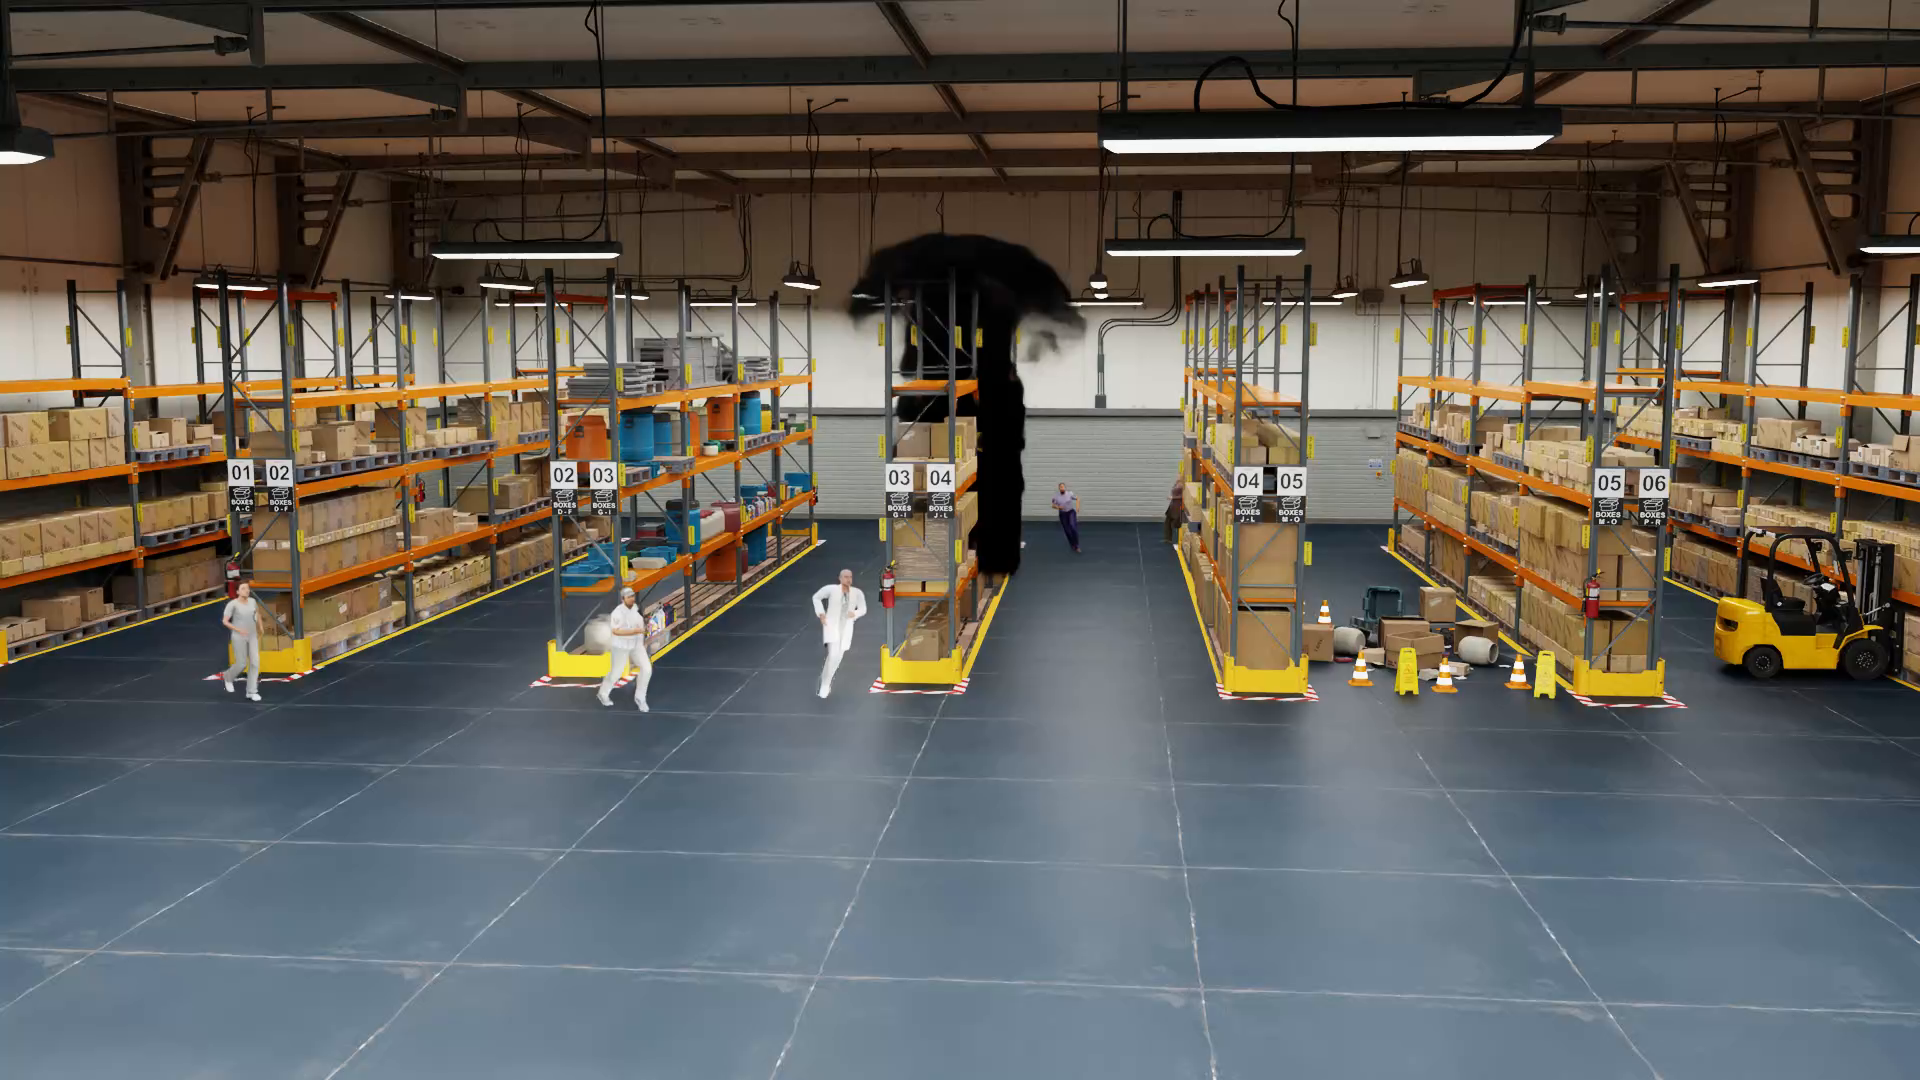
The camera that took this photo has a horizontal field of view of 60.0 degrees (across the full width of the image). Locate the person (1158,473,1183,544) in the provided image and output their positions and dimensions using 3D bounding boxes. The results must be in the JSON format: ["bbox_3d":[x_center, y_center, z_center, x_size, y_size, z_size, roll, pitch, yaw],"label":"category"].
[{"bbox_3d":[5.267,-0.762,40.428,0.915,1.750,0.750,-2,7,-13],"label":"person"}]

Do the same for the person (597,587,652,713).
[{"bbox_3d":[-4.493,1.475,22.407,0.875,1.712,0.610,6,9,40],"label":"person"}]

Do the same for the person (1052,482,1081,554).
[{"bbox_3d":[2.535,-0.539,39.102,0.750,1.652,0.726,2,7,13],"label":"person"}]

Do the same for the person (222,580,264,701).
[{"bbox_3d":[-9.988,1.381,23.175,0.763,1.666,0.590,5,9,36],"label":"person"}]

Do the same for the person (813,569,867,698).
[{"bbox_3d":[-1.698,1.303,23.489,0.714,1.811,0.733,-3,8,-25],"label":"person"}]
